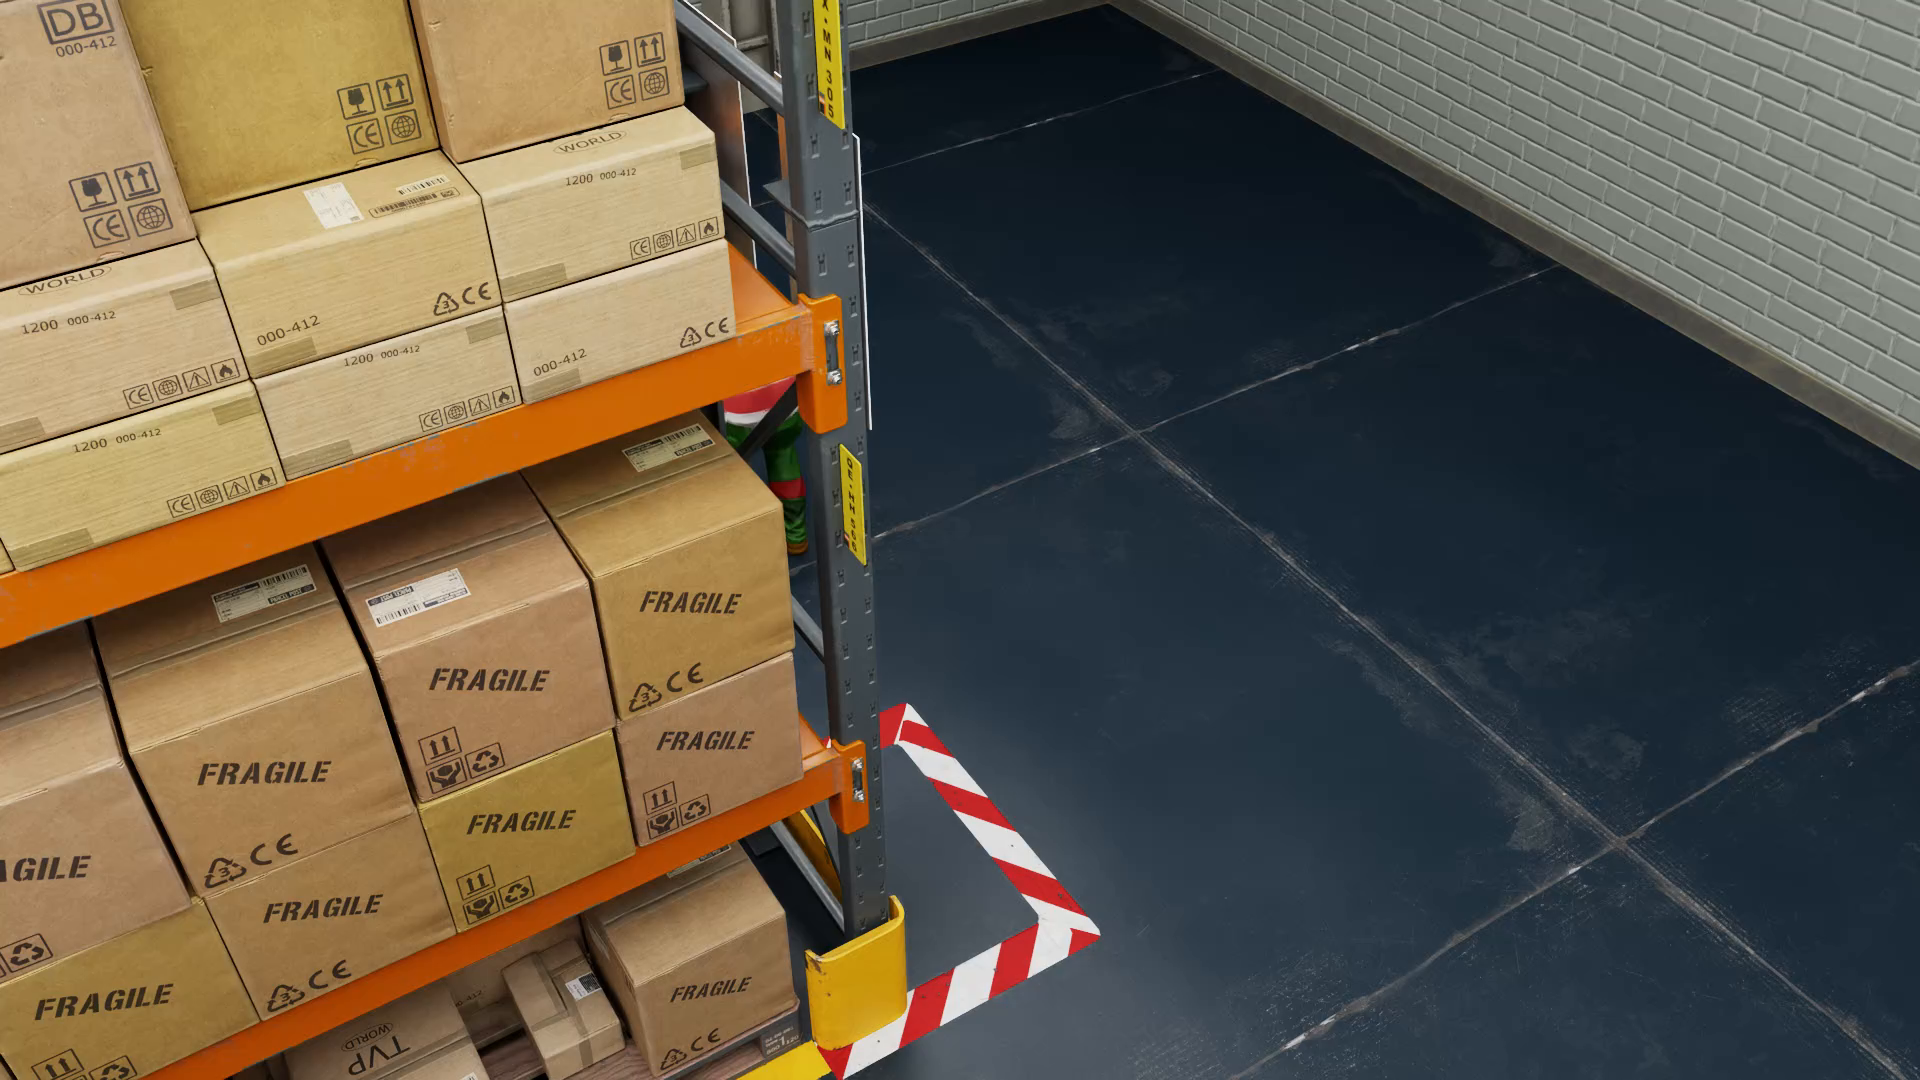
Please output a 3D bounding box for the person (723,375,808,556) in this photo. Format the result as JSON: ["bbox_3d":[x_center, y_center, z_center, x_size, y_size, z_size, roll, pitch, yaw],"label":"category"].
[{"bbox_3d":[-1.005,-0.532,7.240,0.487,1.167,0.957,-24,46,-25],"label":"person"}]
